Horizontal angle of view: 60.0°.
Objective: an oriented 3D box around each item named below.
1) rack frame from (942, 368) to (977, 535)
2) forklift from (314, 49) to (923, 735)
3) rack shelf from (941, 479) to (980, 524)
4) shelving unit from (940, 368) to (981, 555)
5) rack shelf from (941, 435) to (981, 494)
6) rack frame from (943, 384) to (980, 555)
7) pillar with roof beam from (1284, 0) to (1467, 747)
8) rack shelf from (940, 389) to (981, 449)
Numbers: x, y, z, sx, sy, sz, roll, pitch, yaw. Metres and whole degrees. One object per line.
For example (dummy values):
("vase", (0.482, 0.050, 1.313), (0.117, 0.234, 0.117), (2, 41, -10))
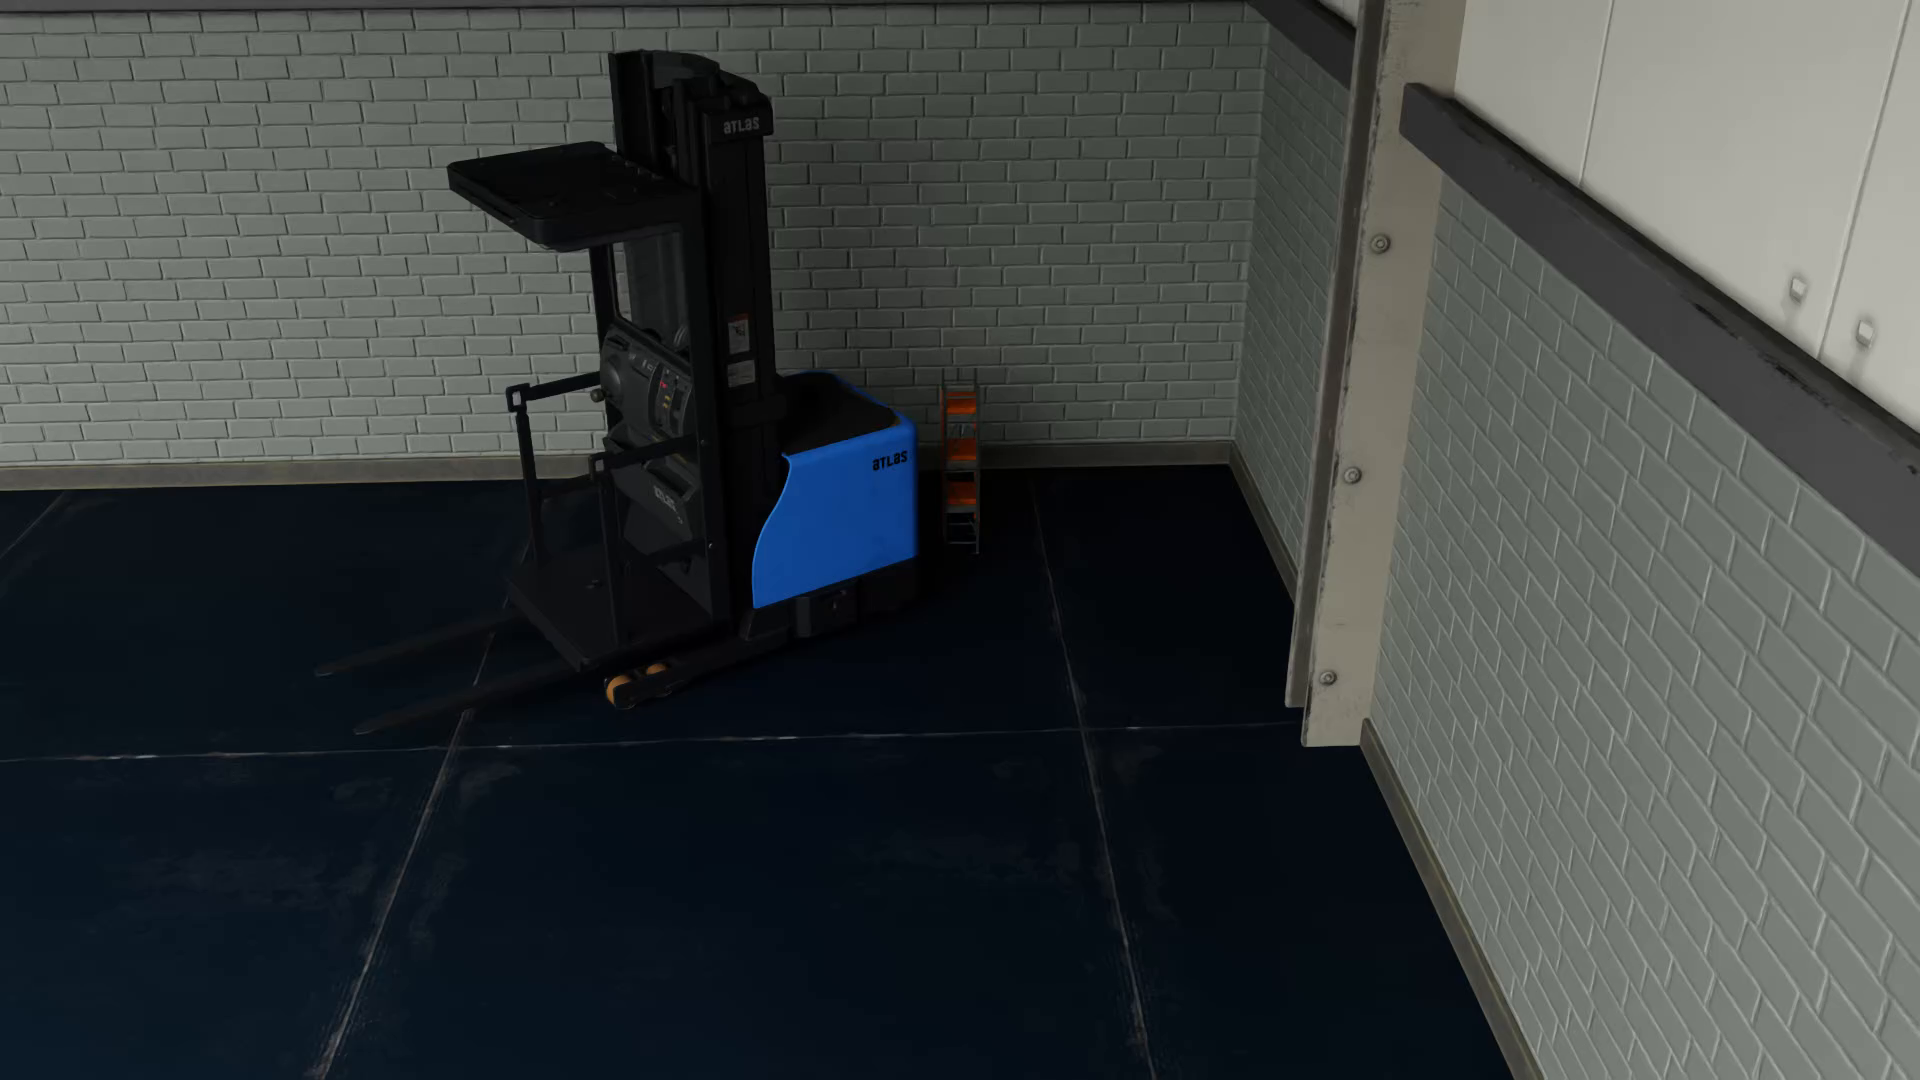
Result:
("rack frame", (-0.004, -0.497, 9.568), (0.200, 1.050, 0.008), (-1, 28, -3))
("forklift", (-1.702, -0.746, 8.010), (3.031, 2.935, 1.130), (-18, 33, -31))
("rack shelf", (0.003, -0.185, 9.593), (0.215, 0.259, 0.240), (-1, 28, -3))
("shelving unit", (0.003, -0.441, 9.460), (0.215, 1.050, 0.252), (-1, 28, -3))
("rack shelf", (0.003, -0.431, 9.465), (0.215, 0.259, 0.240), (-1, 28, -3))
("rack frame", (0.009, -0.384, 9.352), (0.200, 1.050, 0.008), (-1, 28, -3))
("pillar with roof beam", (-2.532, -3.003, 5.776), (9.100, 9.000, 0.400), (-1, 28, -3))
("rack shelf", (0.003, -0.683, 9.334), (0.215, 0.259, 0.240), (-1, 28, -3))
